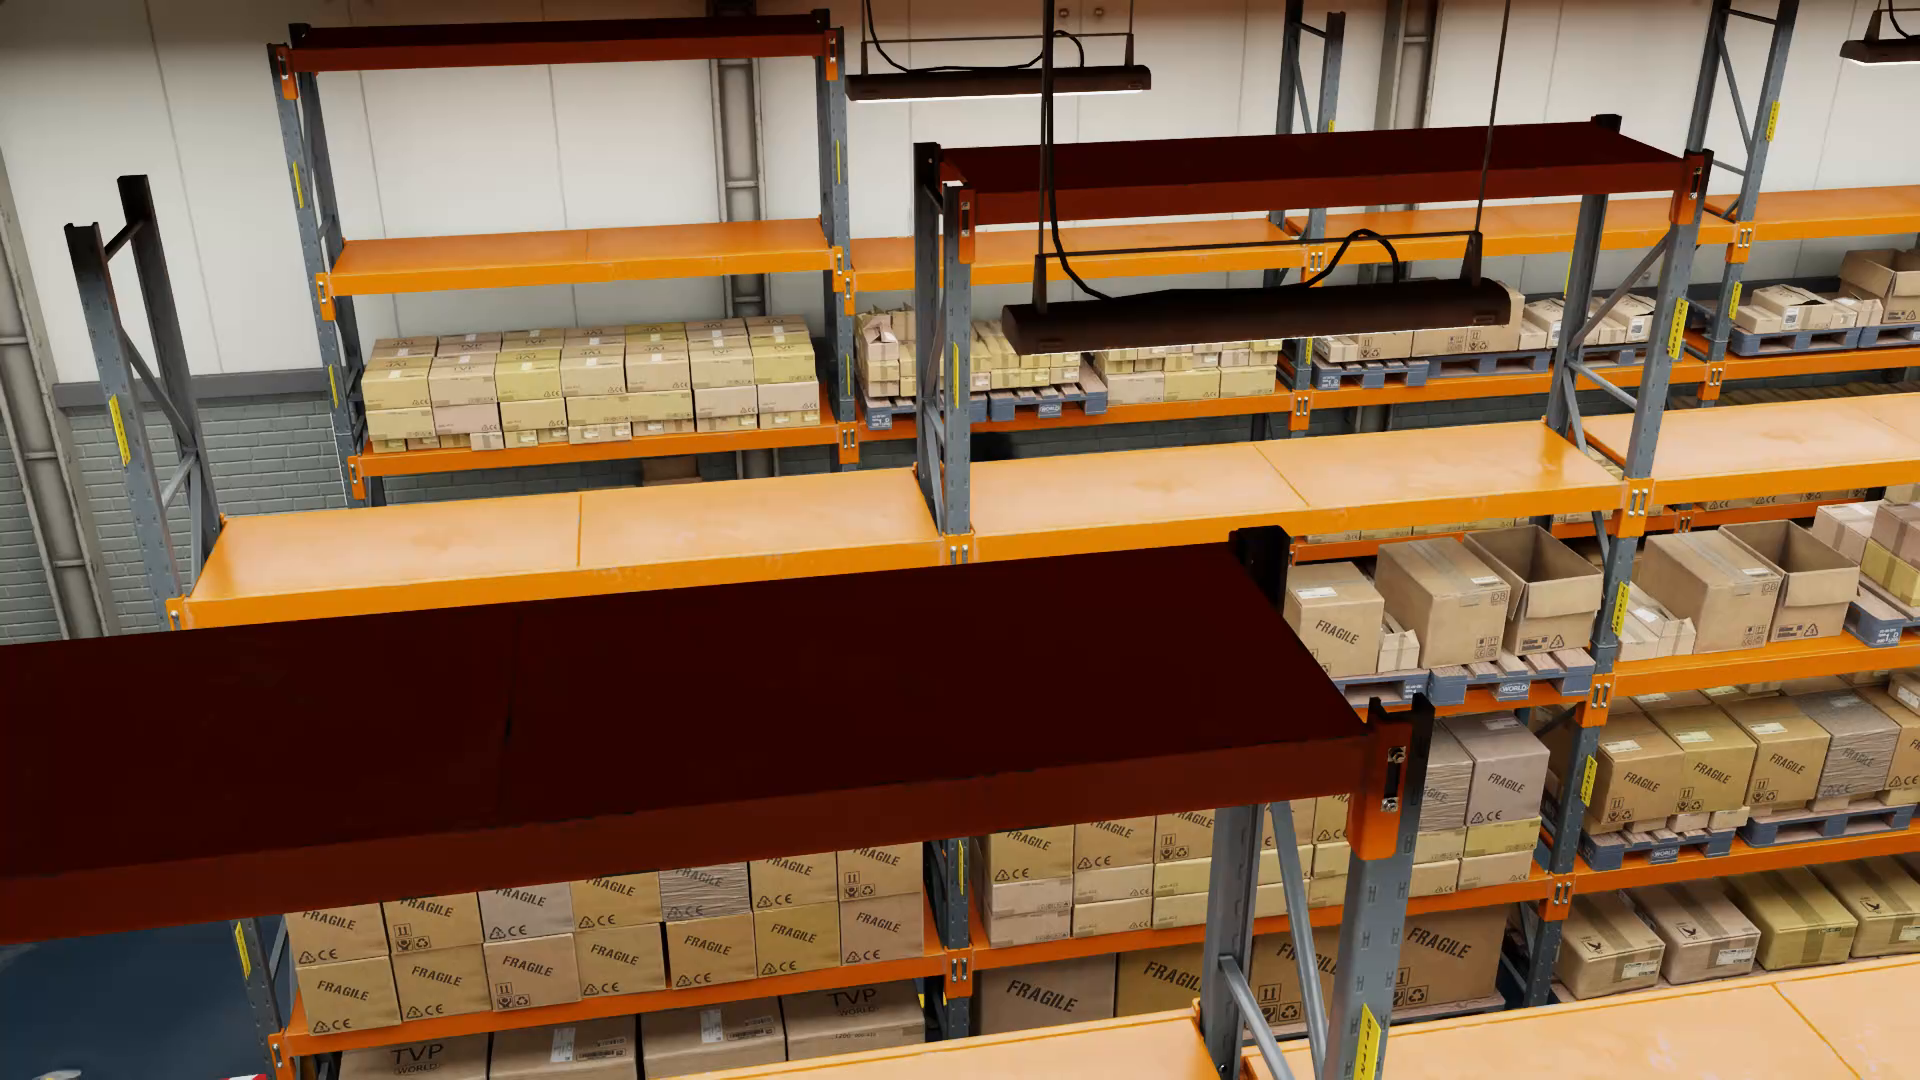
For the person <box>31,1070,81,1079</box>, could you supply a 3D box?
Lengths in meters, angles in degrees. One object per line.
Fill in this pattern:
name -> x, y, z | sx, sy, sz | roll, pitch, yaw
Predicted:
person -> -4.772, 3.569, 8.993 | 0.595, 1.660, 0.580 | -6, 26, -11
